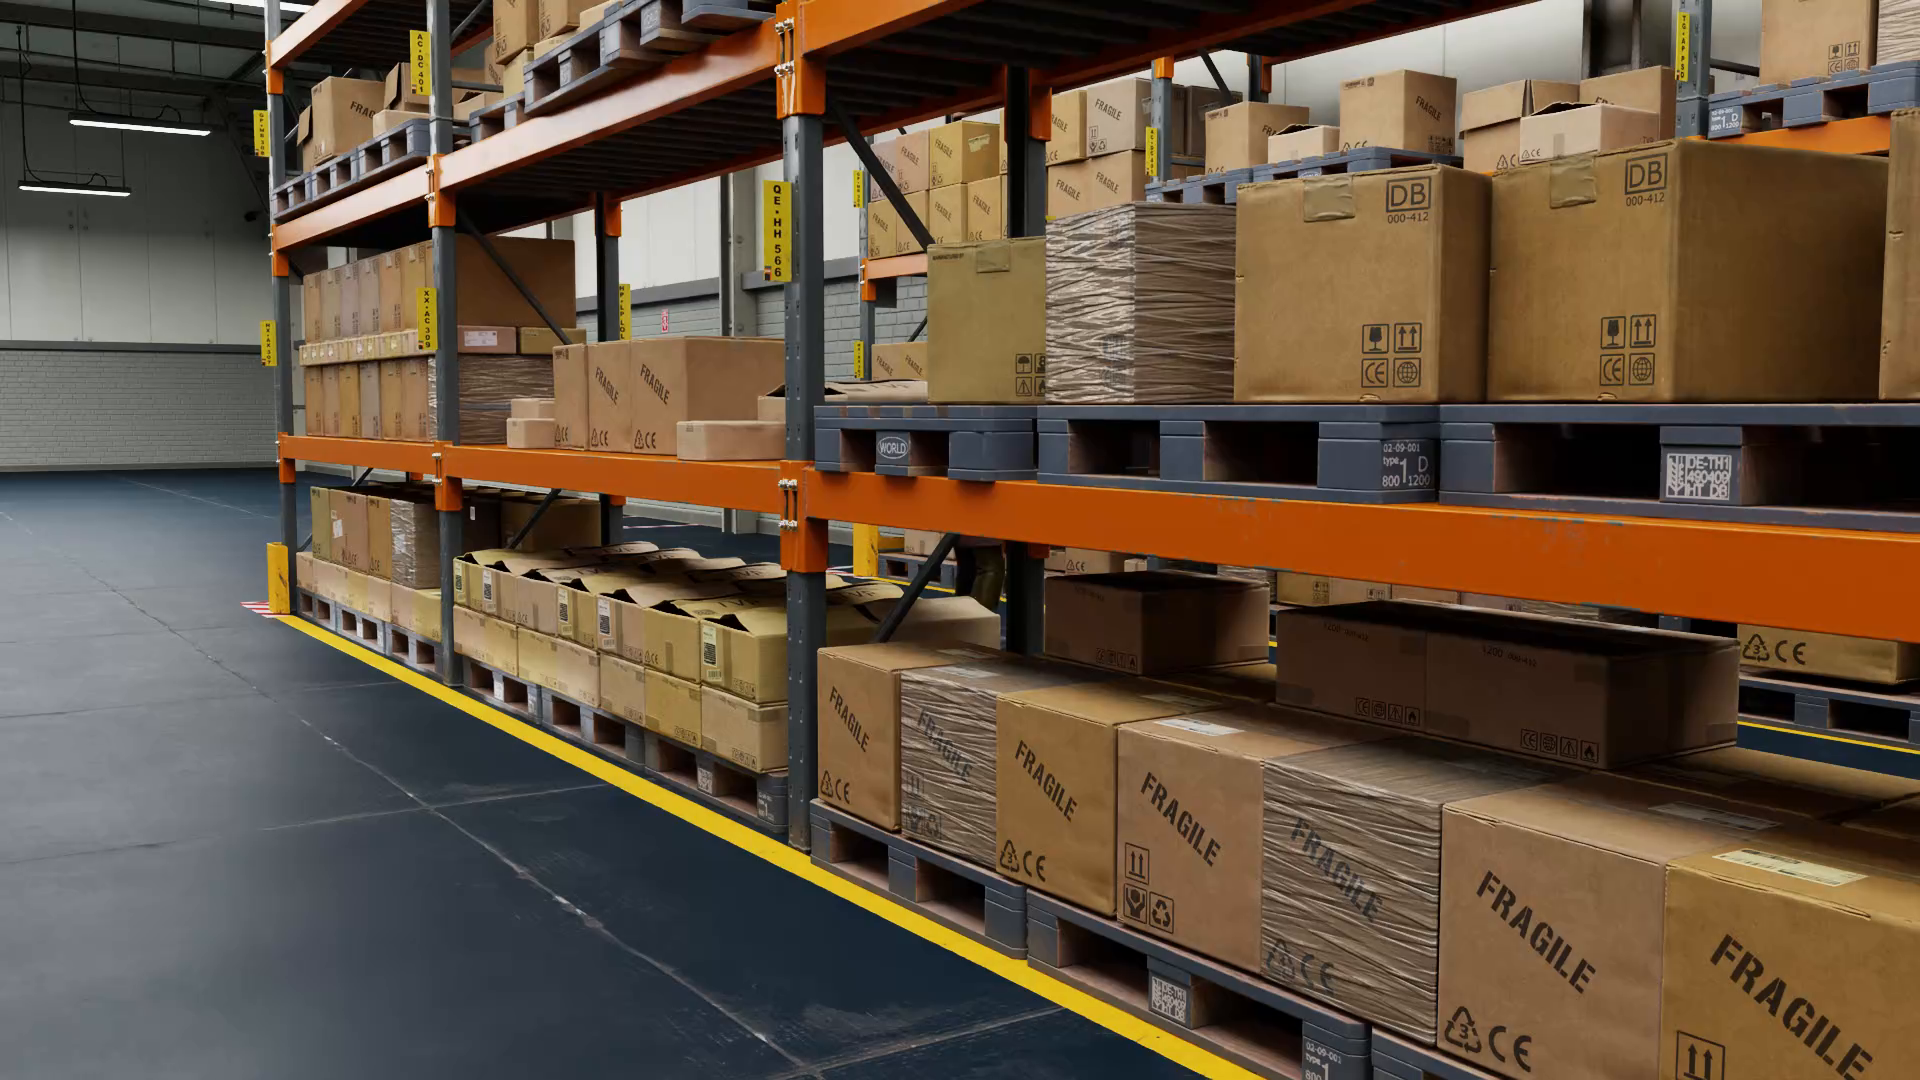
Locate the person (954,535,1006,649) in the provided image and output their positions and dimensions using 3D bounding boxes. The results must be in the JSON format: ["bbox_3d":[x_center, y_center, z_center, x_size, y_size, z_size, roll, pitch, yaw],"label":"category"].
[{"bbox_3d":[0.126,-0.183,10.071,0.623,1.793,0.616,-4,6,-38],"label":"person"}]
